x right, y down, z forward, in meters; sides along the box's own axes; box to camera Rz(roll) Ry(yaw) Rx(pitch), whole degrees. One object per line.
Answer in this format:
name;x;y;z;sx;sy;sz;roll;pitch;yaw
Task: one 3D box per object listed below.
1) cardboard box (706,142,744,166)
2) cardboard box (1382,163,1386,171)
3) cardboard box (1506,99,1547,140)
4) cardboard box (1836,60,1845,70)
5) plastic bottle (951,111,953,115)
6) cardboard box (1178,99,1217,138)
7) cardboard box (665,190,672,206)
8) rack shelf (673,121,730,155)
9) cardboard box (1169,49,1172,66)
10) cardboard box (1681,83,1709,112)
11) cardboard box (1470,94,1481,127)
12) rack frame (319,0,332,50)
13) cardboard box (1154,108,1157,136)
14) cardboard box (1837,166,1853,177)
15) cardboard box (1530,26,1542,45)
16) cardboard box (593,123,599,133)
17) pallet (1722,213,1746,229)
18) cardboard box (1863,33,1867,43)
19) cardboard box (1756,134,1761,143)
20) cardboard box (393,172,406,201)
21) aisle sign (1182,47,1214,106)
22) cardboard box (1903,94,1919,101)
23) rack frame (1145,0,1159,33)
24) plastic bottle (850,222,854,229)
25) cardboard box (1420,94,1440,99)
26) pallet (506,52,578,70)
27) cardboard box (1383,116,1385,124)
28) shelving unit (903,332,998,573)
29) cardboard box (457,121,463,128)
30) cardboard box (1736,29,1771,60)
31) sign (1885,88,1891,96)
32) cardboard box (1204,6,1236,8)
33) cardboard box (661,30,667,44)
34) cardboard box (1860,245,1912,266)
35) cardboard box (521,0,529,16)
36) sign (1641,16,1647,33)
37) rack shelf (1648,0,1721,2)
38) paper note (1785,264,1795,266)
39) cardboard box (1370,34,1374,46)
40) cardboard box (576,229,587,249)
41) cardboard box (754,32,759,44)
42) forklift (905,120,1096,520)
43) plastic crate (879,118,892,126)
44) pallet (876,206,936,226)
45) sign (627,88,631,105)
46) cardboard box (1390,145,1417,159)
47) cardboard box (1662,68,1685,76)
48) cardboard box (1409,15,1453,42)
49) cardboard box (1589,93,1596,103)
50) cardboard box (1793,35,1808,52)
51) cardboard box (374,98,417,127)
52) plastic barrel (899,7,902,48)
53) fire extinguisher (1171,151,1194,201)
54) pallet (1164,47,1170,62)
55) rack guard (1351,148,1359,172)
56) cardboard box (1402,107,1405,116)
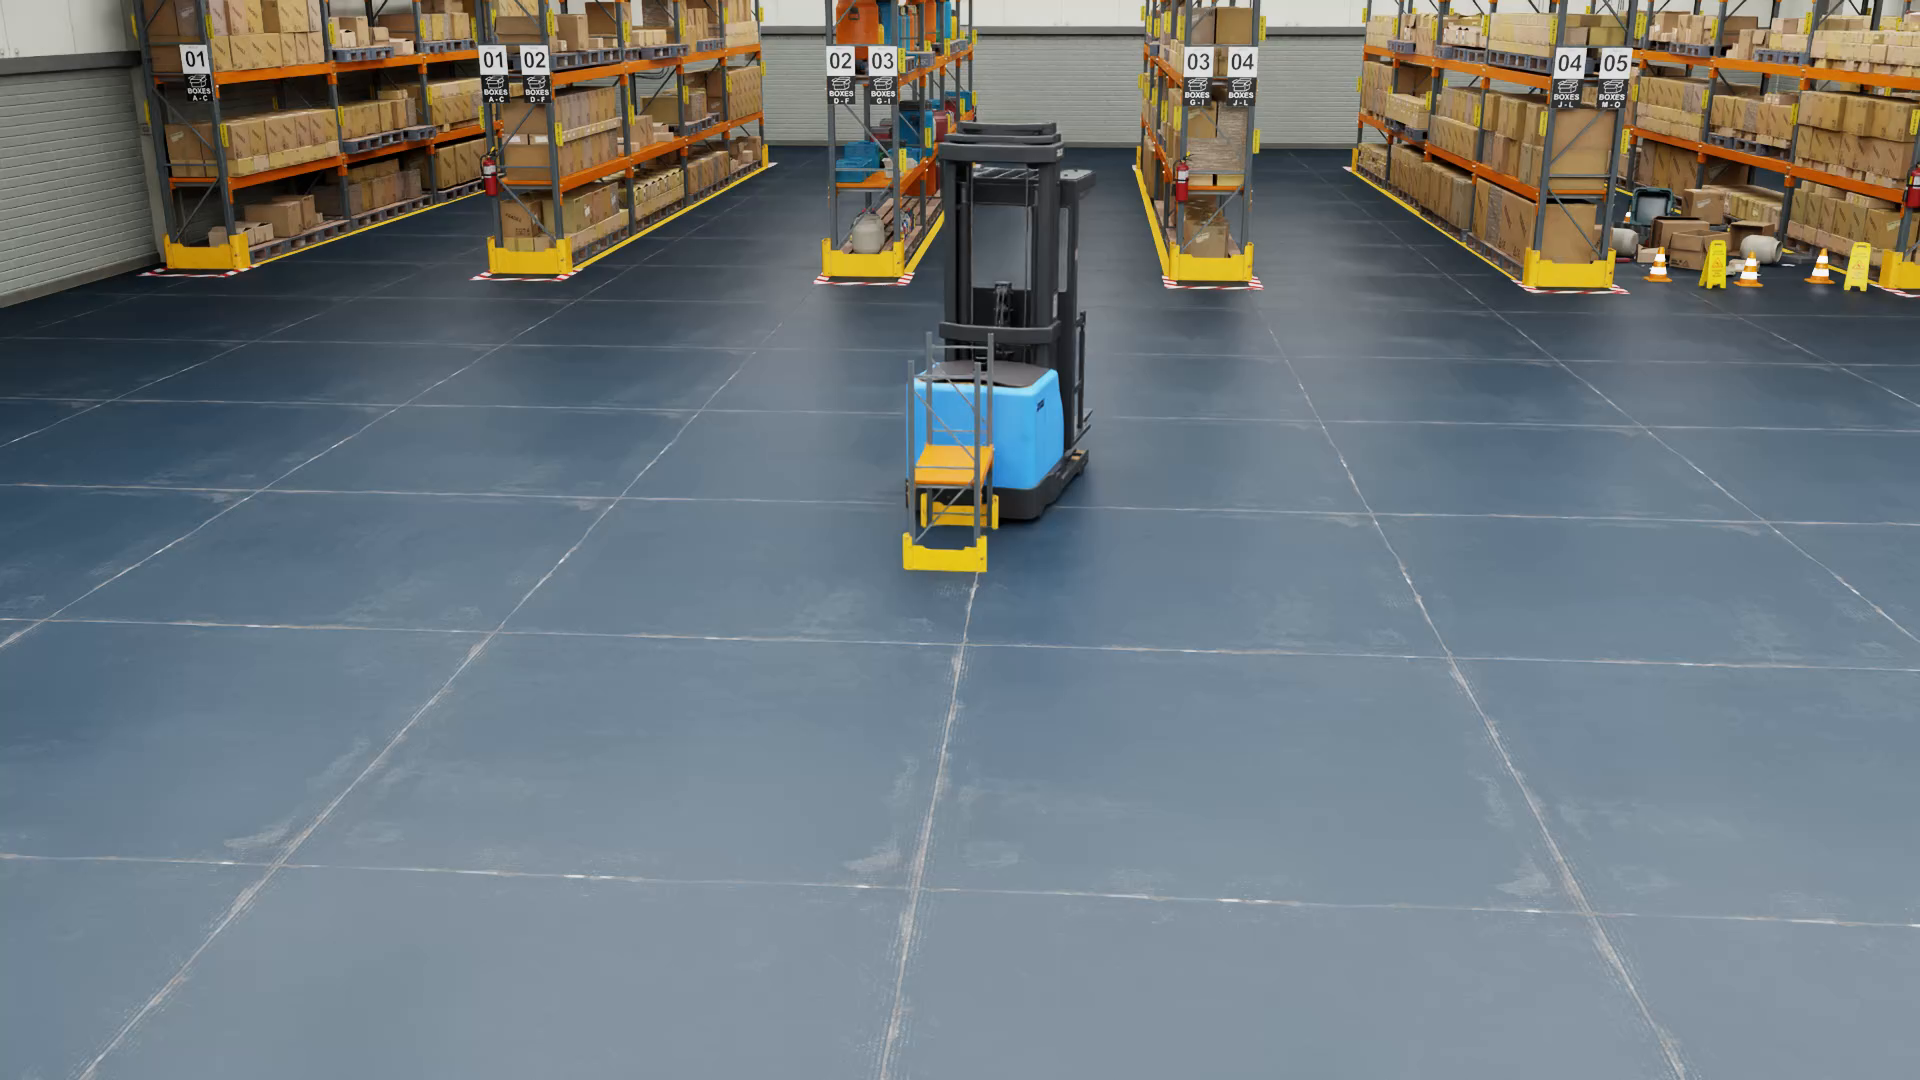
cardboard box;-5.311;-8.709;37.487;0.797;0.503;0.637;1;18;4
cardboard box;9.086;-7.830;34.927;0.380;0.149;0.250;2;18;5
cardboard box;8.617;-6.222;24.618;0.875;0.550;0.500;1;18;4
cardboard box;13.445;-7.153;25.022;0.380;0.149;0.250;2;18;6
plastic bottle;-0.177;-8.733;34.445;0.061;0.283;0.133;1;18;4
cardboard box;3.373;-5.994;23.654;0.500;0.500;0.500;1;18;4
cardboard box;-5.594;-6.268;30.477;0.500;0.250;0.500;2;18;5
rack shelf;-5.584;-8.140;33.603;1.077;0.370;4.000;1;18;4
cardboard box;3.579;-7.616;26.272;0.500;0.250;0.500;1;18;2
cardboard box;13.843;-8.266;31.065;0.500;0.500;0.500;2;18;5
cardboard box;8.871;-7.091;27.479;0.700;0.500;0.500;1;18;3
rack frame;-10.955;-9.578;27.203;1.000;3.000;0.127;1;18;4
cardboard box;3.983;-7.999;31.858;0.500;0.500;0.500;1;18;3
cardboard box;13.318;-5.489;24.760;0.380;0.149;0.250;1;18;4
cardboard box;8.313;-7.068;23.286;0.500;0.250;0.500;1;18;4
cardboard box;-5.912;-6.490;26.211;0.380;0.149;0.250;2;18;5
pallet;13.890;-5.471;28.782;1.003;0.211;1.213;1;18;4
cardboard box;13.374;-7.284;24.142;0.380;0.149;0.250;2;18;5
cardboard box;13.600;-6.737;27.896;0.380;0.149;0.250;1;18;4
cardboard box;-10.821;-6.609;31.083;0.700;0.500;0.500;1;18;4
aisle sign;3.276;-6.376;22.891;0.394;0.787;0.004;1;18;4
cardboard box;18.981;-8.491;32.683;0.700;0.500;0.500;1;18;5
rack frame;4.727;-12.974;37.565;1.000;3.000;0.127;1;18;4
plastic bottle;-1.676;-4.799;25.908;0.061;0.283;0.133;2;18;5
cardboard box;9.546;-8.972;33.761;0.380;0.149;0.250;2;18;6
pallet;-6.224;-6.978;24.227;1.003;0.211;1.213;1;18;4
cardboard box;9.077;-8.795;34.851;0.380;0.149;0.250;1;18;2
shelving unit;-0.054;-0.657;12.021;0.587;1.500;1.083;2;18;6
cardboard box;-10.314;-8.434;33.716;0.380;0.149;0.250;1;18;4
cardboard box;13.960;-8.596;28.861;0.700;0.500;0.500;1;18;4
sign;18.734;-8.971;33.593;0.100;0.325;0.005;1;18;4
cardboard box;4.089;-8.102;26.074;0.500;0.500;0.500;1;18;2
cardboard box;-5.703;-9.272;30.652;0.500;0.250;0.500;0;18;0
cardboard box;13.256;-4.090;23.829;0.500;0.250;0.500;1;18;4
cardboard box;-9.951;-11.861;37.189;0.500;0.500;0.500;0;18;1
sign;13.771;-10.380;33.509;0.100;0.325;0.005;1;18;4
rack shelf;14.181;-10.357;31.377;1.077;0.370;4.000;1;18;4
paper note;12.470;-4.140;25.009;0.142;0.019;0.148;-5;19;-15
cardboard box;9.338;-11.038;36.715;0.500;0.250;0.500;2;18;6
cardboard box;-6.008;-4.586;25.342;0.500;0.250;0.500;1;18;4
cardboard box;-4.927;-11.534;38.229;0.500;0.250;0.500;1;18;4
forklift;0.477;-1.970;13.728;1.130;2.935;3.031;5;19;15
plastic crate;-1.208;-7.284;29.733;0.402;0.464;0.583;1;18;4
pallet;-0.971;-5.806;29.803;1.003;0.211;1.213;1;18;4
sign;-6.269;-8.382;31.455;0.100;0.325;0.005;1;18;4
cardboard box;9.064;-7.883;33.799;0.500;0.250;0.500;0;18;1
cardboard box;14.606;-9.582;34.042;0.380;0.149;0.250;1;18;3
cardboard box;9.139;-9.936;32.270;0.797;0.503;0.637;1;18;3
cardboard box;14.282;-9.649;36.892;0.500;0.500;0.500;1;18;3
cardboard box;13.649;-7.913;26.504;0.500;0.250;0.500;1;18;3
cardboard box;-10.692;-8.080;31.399;0.700;0.500;0.500;-1;18;-3
plastic barrel;-1.253;-8.333;27.414;0.600;0.901;0.708;1;18;4
fire extinguisher;3.112;-5.092;23.269;0.296;0.674;0.183;1;18;4
pallet;4.089;-8.244;28.248;1.213;0.211;1.003;1;18;4
rack guard;9.662;-8.769;38.383;1.175;0.500;0.348;1;18;4
cardboard box;8.765;-8.282;32.132;0.380;0.149;0.250;2;18;5
